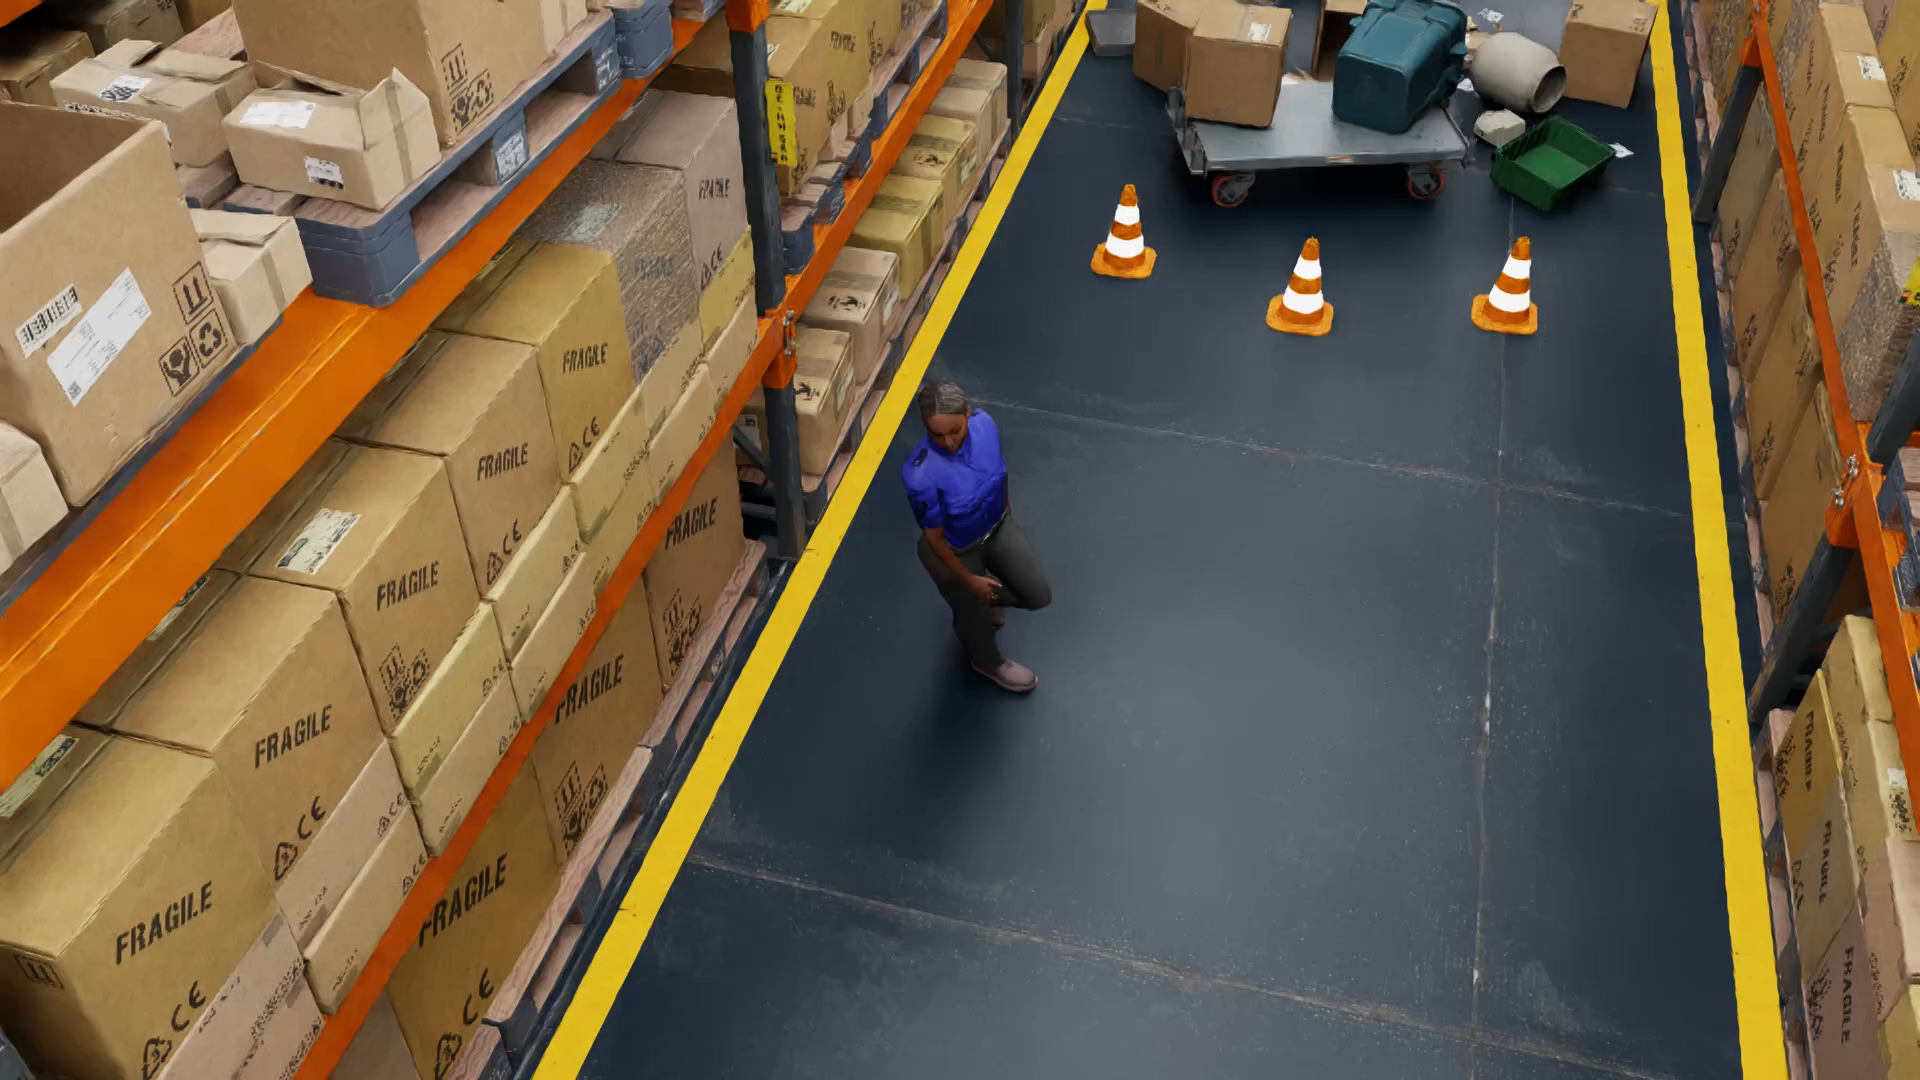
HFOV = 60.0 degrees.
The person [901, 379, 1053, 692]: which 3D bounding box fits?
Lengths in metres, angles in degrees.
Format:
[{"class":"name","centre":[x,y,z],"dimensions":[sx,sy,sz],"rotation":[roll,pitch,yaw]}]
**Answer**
[{"class":"person","centre":[0.037,-0.009,6.182],"dimensions":[0.629,1.602,0.494],"rotation":[-32,50,-31]}]
